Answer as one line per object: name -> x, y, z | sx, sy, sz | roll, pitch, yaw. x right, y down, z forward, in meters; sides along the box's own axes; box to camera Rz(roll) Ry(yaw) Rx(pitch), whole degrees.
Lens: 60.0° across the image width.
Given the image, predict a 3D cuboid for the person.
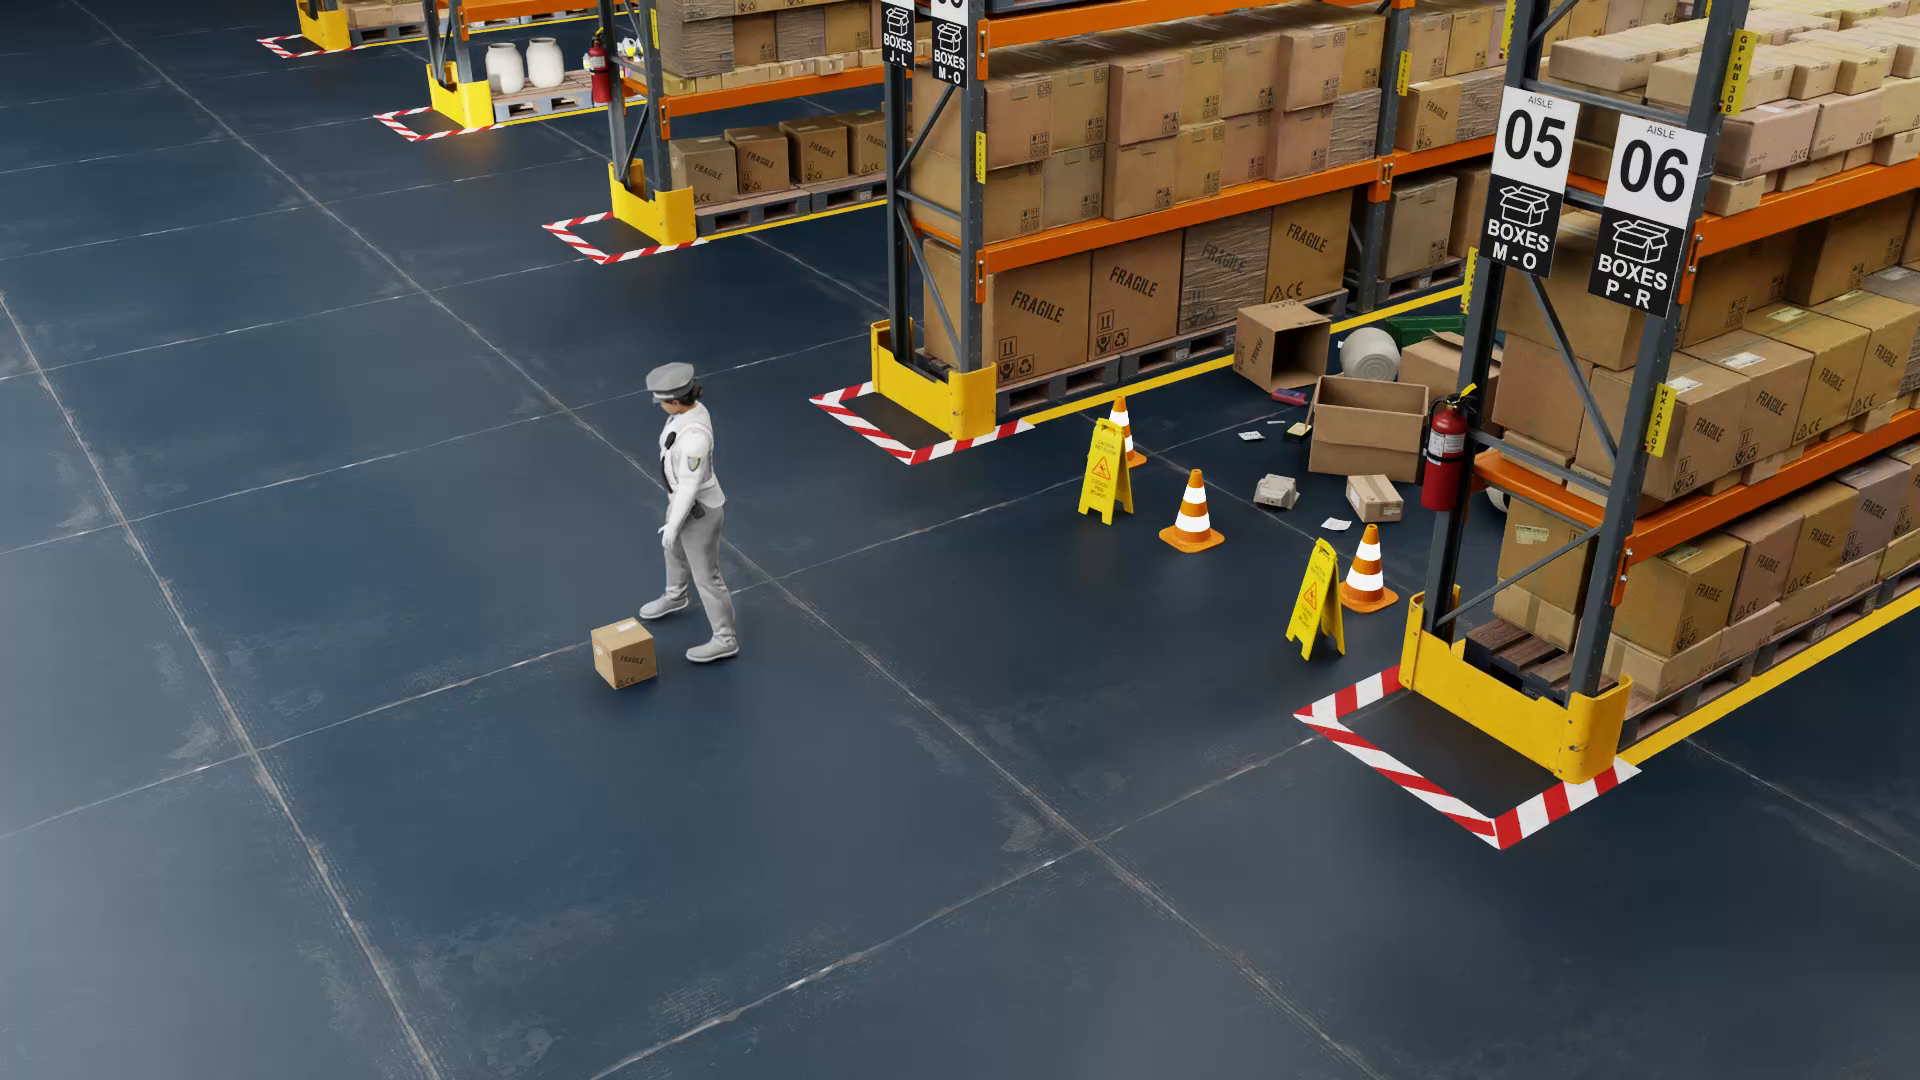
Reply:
person -> -1.524, -0.193, 8.946 | 0.490, 1.658, 0.669 | -8, 30, -14
